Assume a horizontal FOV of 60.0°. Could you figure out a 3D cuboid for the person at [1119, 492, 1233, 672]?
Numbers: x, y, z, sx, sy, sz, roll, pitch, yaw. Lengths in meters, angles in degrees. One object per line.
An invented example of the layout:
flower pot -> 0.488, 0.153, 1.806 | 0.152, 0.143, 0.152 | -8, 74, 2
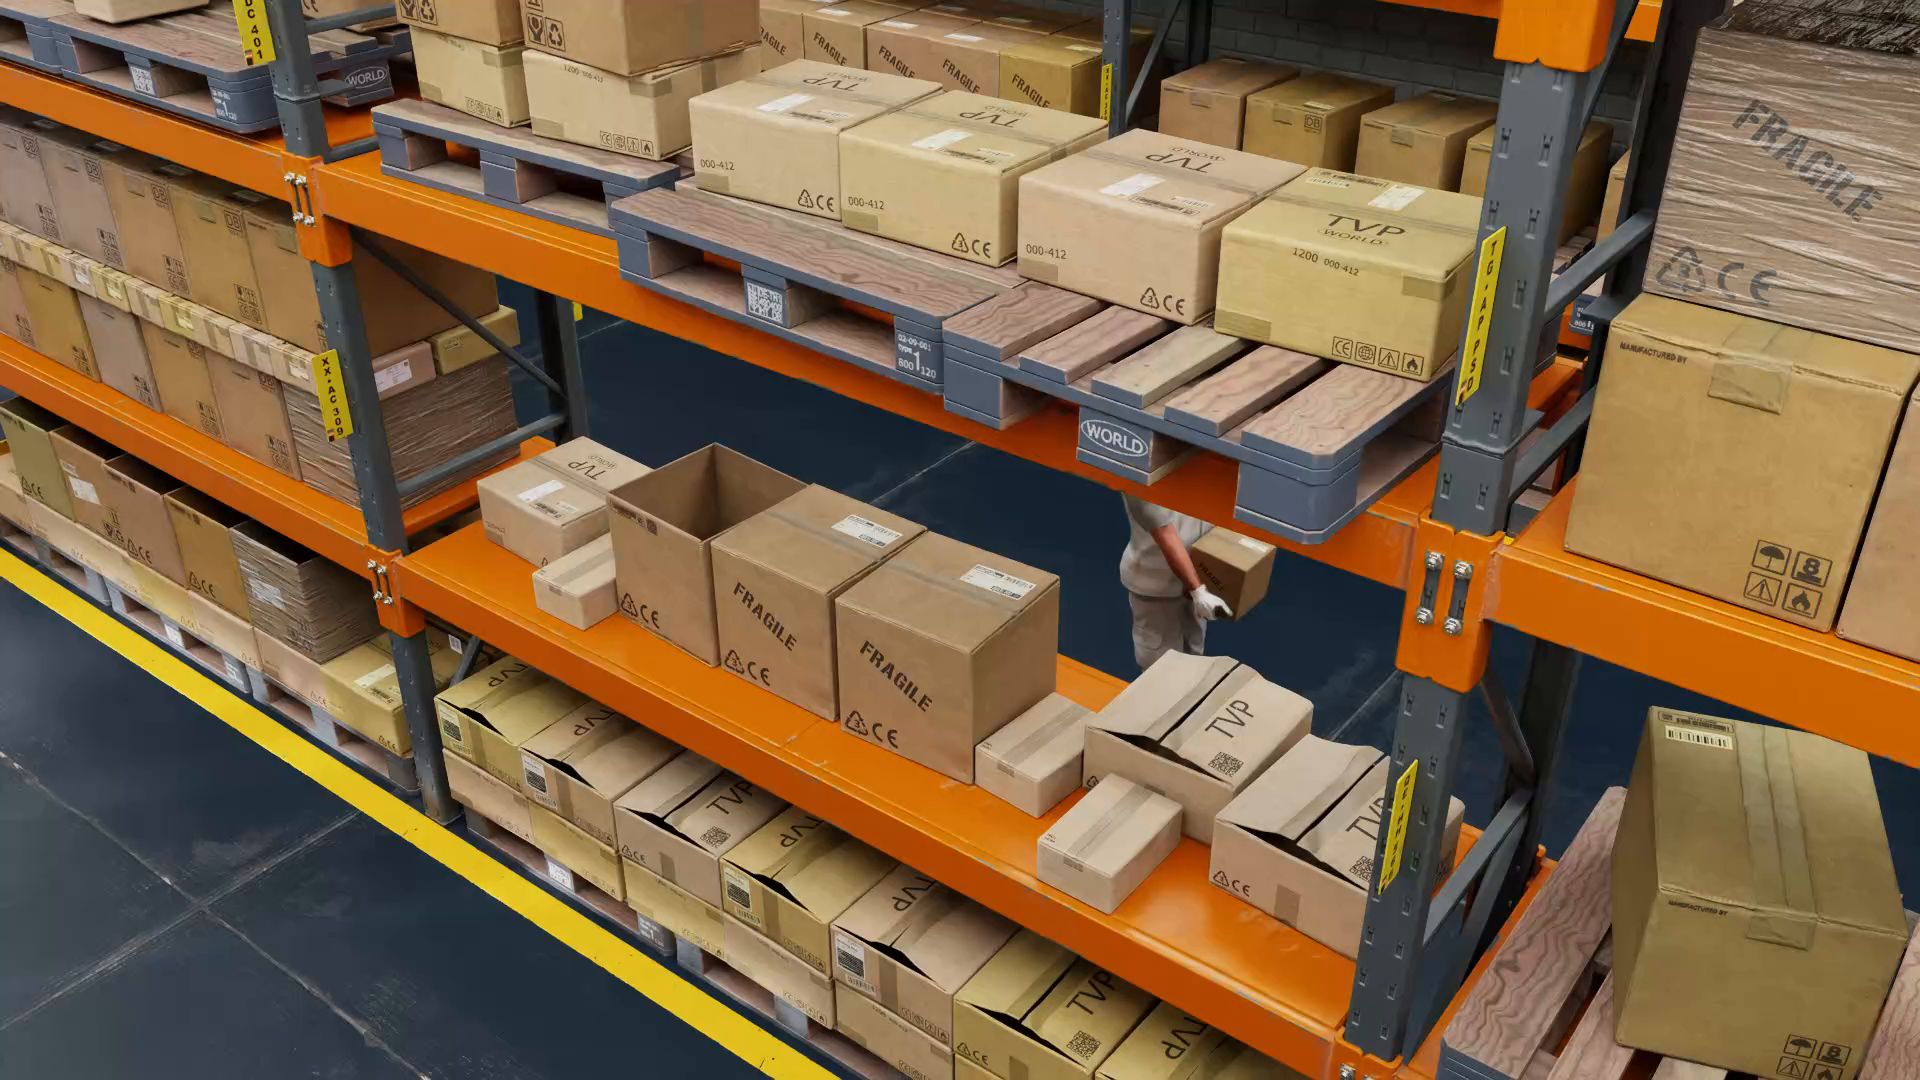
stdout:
person -> 0.931, 0.205, 6.768 | 0.561, 1.782, 0.493 | 22, 37, 32
